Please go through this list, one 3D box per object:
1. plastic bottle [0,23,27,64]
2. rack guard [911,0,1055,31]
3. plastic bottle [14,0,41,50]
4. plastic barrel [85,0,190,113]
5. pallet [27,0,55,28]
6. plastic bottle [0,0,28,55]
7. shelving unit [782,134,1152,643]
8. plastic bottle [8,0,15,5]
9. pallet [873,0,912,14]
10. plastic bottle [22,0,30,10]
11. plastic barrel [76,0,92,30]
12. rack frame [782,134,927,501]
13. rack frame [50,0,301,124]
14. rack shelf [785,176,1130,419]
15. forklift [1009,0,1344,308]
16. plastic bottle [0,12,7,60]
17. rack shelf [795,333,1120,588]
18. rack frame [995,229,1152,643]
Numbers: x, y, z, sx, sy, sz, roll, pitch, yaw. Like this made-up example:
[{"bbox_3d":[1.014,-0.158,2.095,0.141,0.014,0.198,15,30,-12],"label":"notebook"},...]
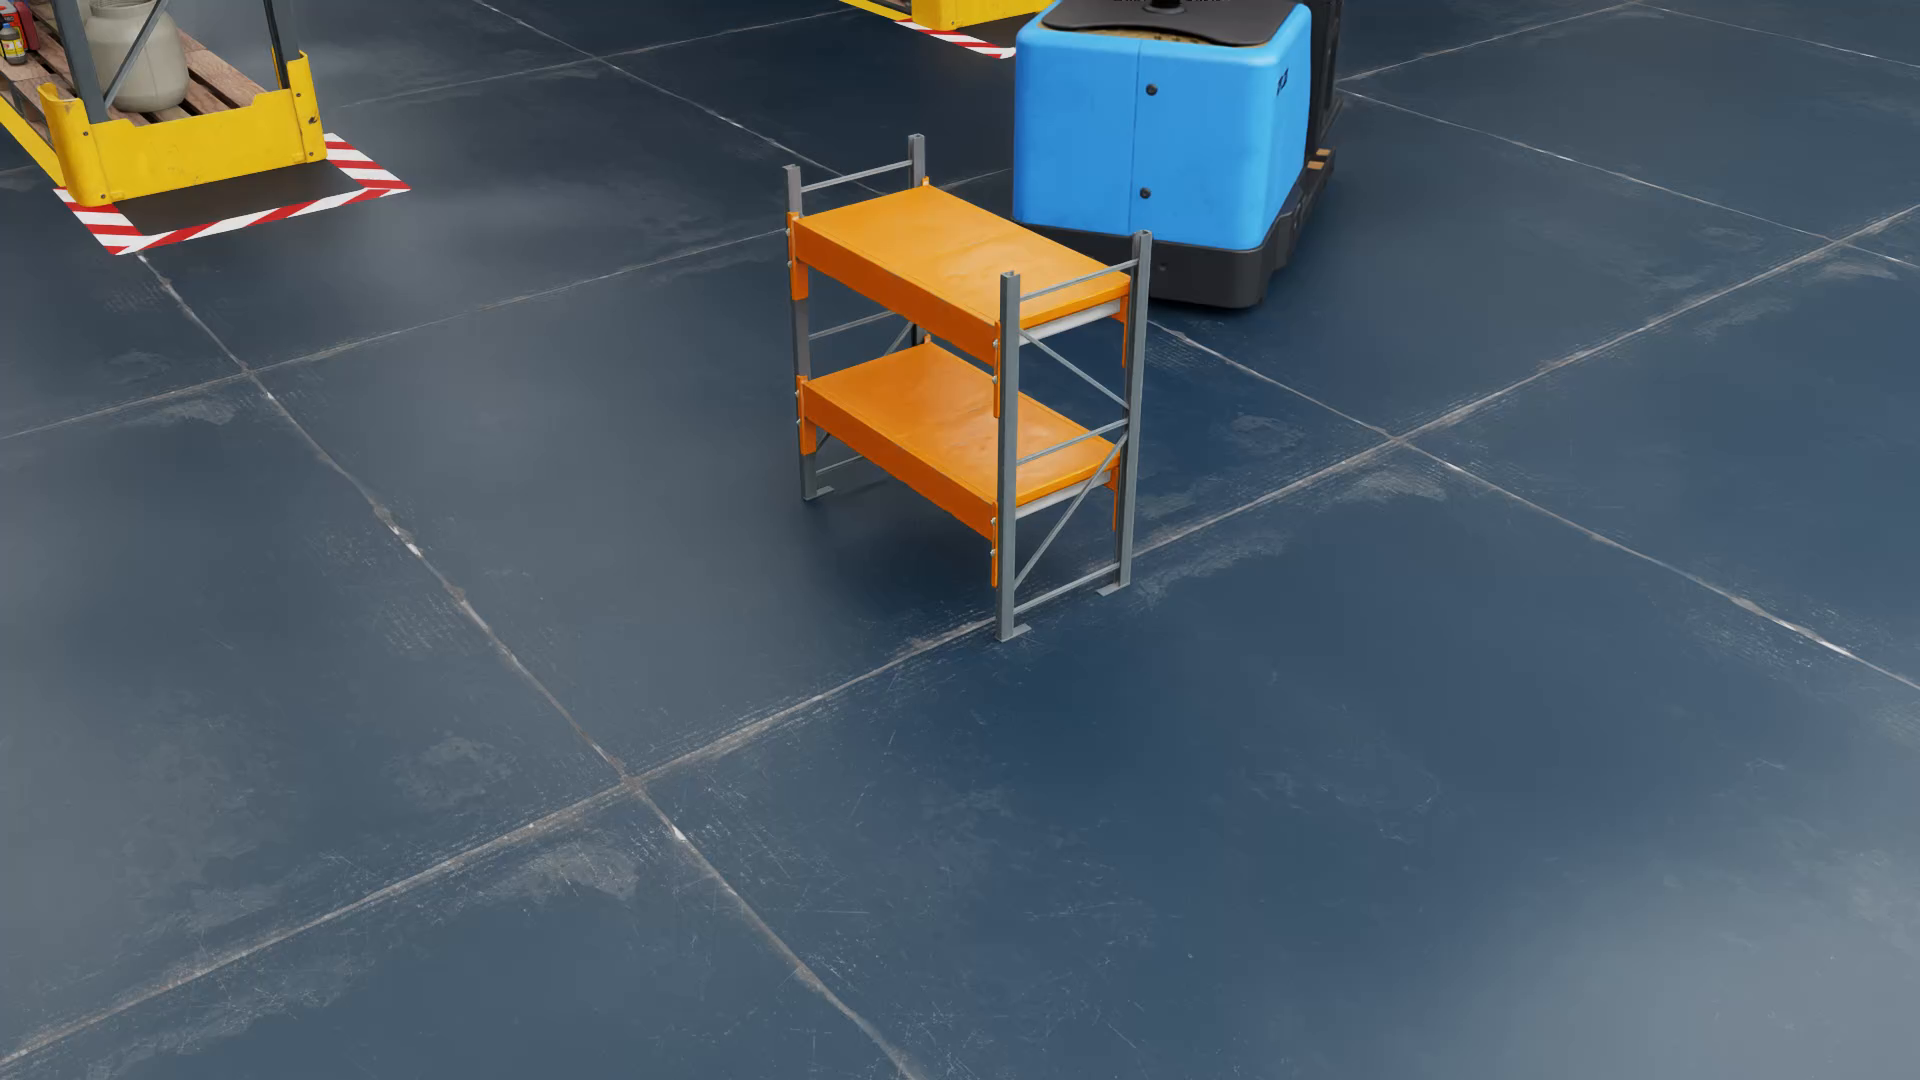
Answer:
[{"bbox_3d":[-5.104,-2.677,8.952,0.097,0.201,0.097,0,32,0],"label":"plastic bottle"},{"bbox_3d":[0.234,-3.627,10.616,1.175,0.500,0.348,-22,38,-31],"label":"rack guard"},{"bbox_3d":[-5.153,-2.860,9.170,0.061,0.283,0.133,-22,38,-31],"label":"plastic bottle"},{"bbox_3d":[-4.095,-2.426,8.273,0.421,0.512,0.421,0,32,0],"label":"plastic barrel"},{"bbox_3d":[-5.705,-3.244,10.273,1.003,0.211,1.213,-22,38,-31],"label":"pallet"},{"bbox_3d":[-5.237,-2.822,9.116,0.152,0.276,0.135,-22,38,-31],"label":"plastic bottle"},{"bbox_3d":[-0.004,-0.481,4.958,0.538,1.125,1.048,-22,38,-31],"label":"shelving unit"},{"bbox_3d":[-5.358,-2.974,9.430,0.097,0.201,0.097,0,32,0],"label":"plastic bottle"},{"bbox_3d":[-0.236,-3.855,11.256,1.003,0.211,1.213,-22,38,-31],"label":"pallet"},{"bbox_3d":[-5.439,-3.084,9.537,0.152,0.276,0.135,-22,38,-31],"label":"plastic bottle"},{"bbox_3d":[-4.403,-2.635,8.610,0.421,0.512,0.421,0,32,0],"label":"plastic barrel"},{"bbox_3d":[-0.316,-0.693,5.299,0.500,1.125,0.032,-22,38,-31],"label":"rack frame"},{"bbox_3d":[-3.631,-3.055,7.326,1.000,3.000,0.127,-22,38,-31],"label":"rack frame"},{"bbox_3d":[-0.004,-0.729,4.803,0.538,0.278,1.000,-22,38,-31],"label":"rack shelf"},{"bbox_3d":[1.175,-2.931,7.192,1.130,2.935,3.031,11,33,17],"label":"forklift"},{"bbox_3d":[-5.190,-2.754,8.999,0.061,0.283,0.133,-21,38,-30],"label":"plastic bottle"},{"bbox_3d":[-0.004,-0.273,5.087,0.538,0.278,1.000,-22,38,-31],"label":"rack shelf"},{"bbox_3d":[0.308,-0.269,4.617,0.500,1.125,0.032,-22,38,-31],"label":"rack frame"}]
